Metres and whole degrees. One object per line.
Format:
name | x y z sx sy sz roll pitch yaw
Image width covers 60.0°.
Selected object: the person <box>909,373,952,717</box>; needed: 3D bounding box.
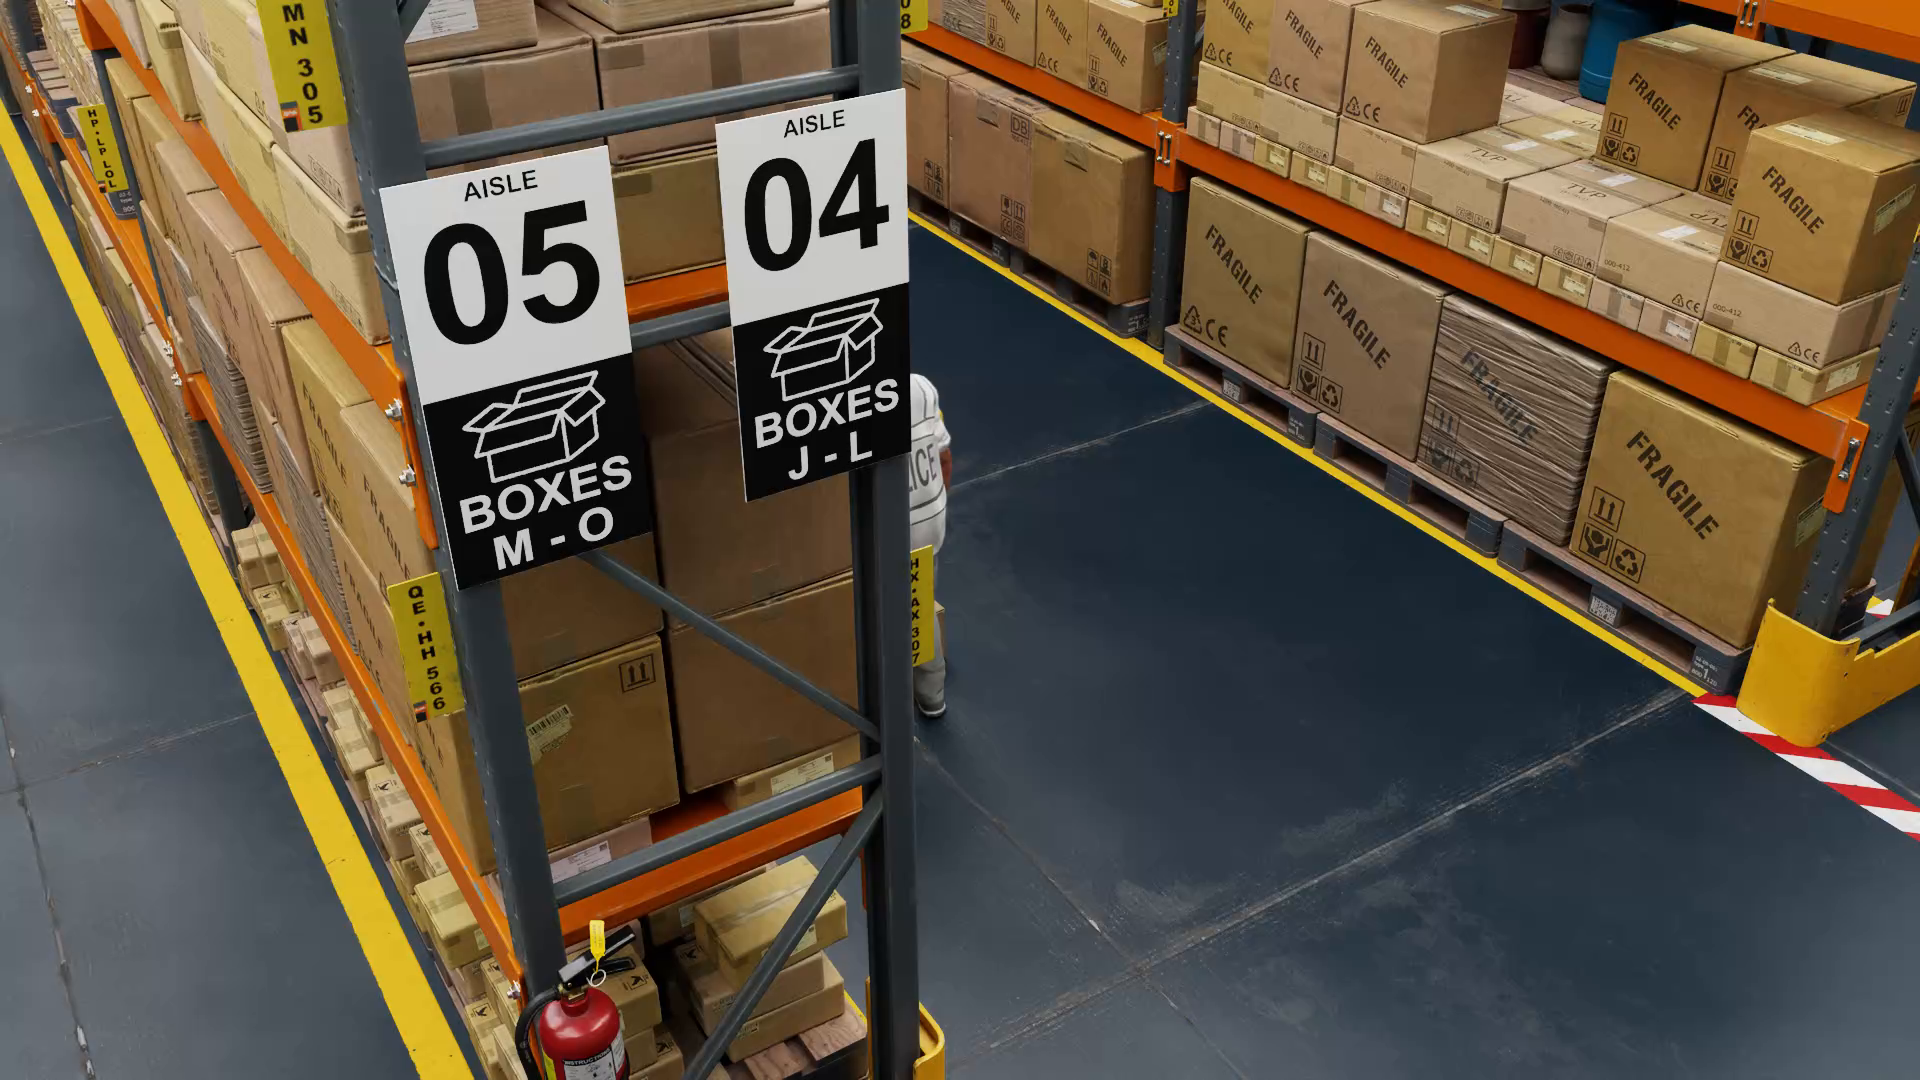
person | -0.287 -0.018 6.159 0.586 1.748 0.436 -20 38 -28
